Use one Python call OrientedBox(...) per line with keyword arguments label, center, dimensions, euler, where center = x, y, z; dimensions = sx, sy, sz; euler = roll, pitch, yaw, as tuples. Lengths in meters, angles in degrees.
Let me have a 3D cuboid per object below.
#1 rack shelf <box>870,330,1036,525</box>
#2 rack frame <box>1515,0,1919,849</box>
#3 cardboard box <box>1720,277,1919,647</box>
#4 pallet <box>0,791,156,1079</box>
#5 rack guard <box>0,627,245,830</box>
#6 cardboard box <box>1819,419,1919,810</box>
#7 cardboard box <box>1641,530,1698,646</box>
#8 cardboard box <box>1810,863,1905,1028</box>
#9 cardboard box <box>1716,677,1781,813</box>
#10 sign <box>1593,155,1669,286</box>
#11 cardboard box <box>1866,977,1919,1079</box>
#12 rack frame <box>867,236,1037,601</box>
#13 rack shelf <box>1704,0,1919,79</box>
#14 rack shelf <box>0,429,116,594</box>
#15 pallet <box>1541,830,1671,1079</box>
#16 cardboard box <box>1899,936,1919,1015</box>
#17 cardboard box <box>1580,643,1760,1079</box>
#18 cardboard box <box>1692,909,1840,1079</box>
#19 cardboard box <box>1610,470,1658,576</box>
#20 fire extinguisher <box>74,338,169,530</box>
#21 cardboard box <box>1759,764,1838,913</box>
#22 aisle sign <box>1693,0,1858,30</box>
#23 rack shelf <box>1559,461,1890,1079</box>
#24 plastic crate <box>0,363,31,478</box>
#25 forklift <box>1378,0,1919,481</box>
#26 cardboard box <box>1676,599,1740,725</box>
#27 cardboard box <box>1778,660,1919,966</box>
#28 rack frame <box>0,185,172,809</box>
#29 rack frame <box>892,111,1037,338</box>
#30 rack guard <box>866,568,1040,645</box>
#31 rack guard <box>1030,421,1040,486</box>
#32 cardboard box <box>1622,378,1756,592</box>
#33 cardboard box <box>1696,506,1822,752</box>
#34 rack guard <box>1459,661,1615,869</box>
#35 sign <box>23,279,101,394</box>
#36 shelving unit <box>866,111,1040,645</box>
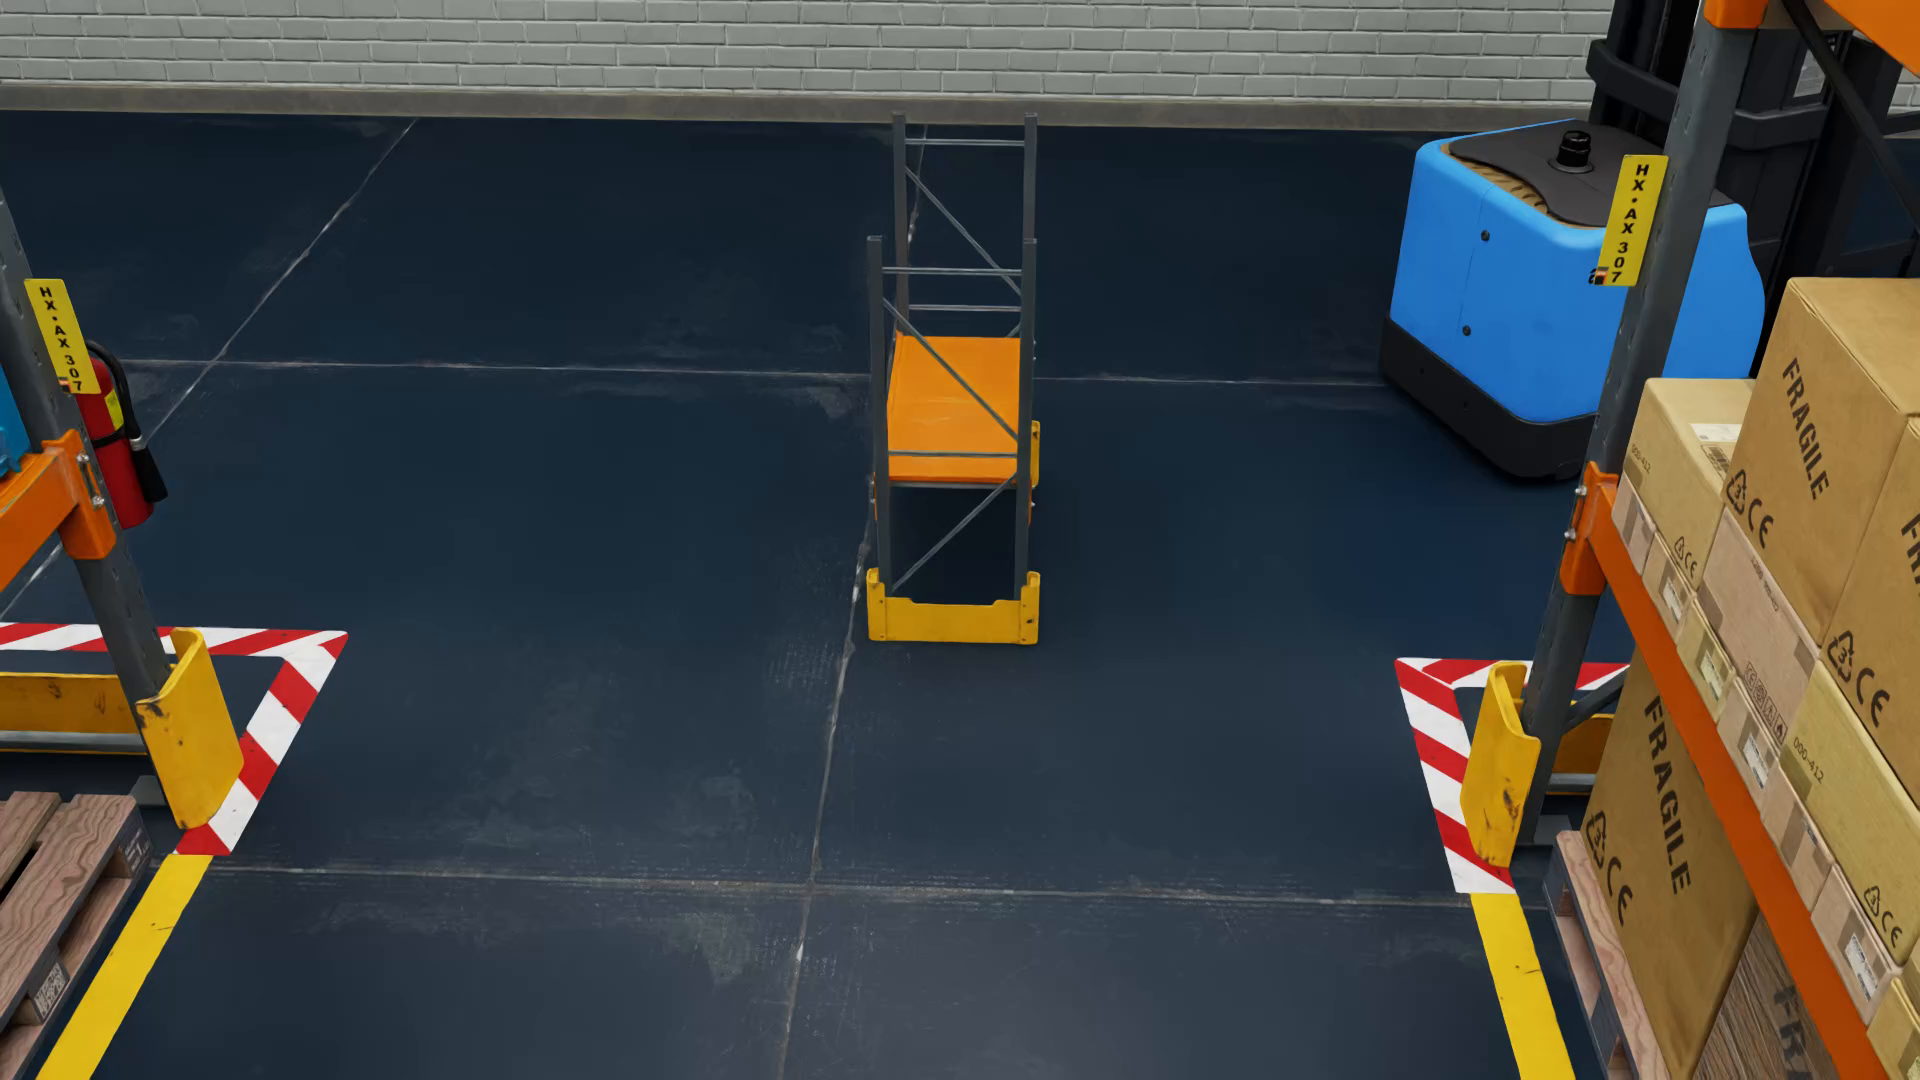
OrientedBox(label="rack shelf", center=(-0.003, -0.417, 5.852), dimensions=(0.538, 0.185, 1.000), euler=(1, 35, 2))
OrientedBox(label="rack frame", center=(2.115, -0.338, 4.122), dimensions=(1.000, 3.000, 0.127), euler=(1, 35, 2))
OrientedBox(label="cardboard box", center=(1.806, -0.148, 3.072), dimensions=(0.500, 0.500, 0.500), euler=(1, 35, 1))
OrientedBox(label="pallet", center=(-2.906, 1.161, 4.414), dimensions=(1.003, 0.211, 1.213), euler=(1, 35, 2))
OrientedBox(label="rack guard", center=(-2.846, 0.556, 5.024), dimensions=(1.175, 0.500, 0.348), euler=(1, 35, 2))
OrientedBox(label="cardboard box", center=(1.791, 0.149, 2.648), dimensions=(0.500, 0.500, 0.500), euler=(0, 35, 1))
OrientedBox(label="cardboard box", center=(1.762, 0.109, 3.705), dimensions=(0.380, 0.149, 0.250), euler=(1, 35, 1))
OrientedBox(label="cardboard box", center=(1.722, 0.700, 2.864), dimensions=(0.380, 0.149, 0.250), euler=(1, 35, 1))
OrientedBox(label="cardboard box", center=(1.743, 0.406, 3.283), dimensions=(0.380, 0.149, 0.250), euler=(1, 35, 1))
OrientedBox(label="sign", center=(1.561, -0.741, 3.874), dimensions=(0.100, 0.325, 0.005), euler=(1, 35, 2))
OrientedBox(label="cardboard box", center=(1.711, 0.845, 2.658), dimensions=(0.380, 0.149, 0.250), euler=(0, 35, 1))
OrientedBox(label="rack frame", center=(-0.024, -0.273, 5.333), dimensions=(0.500, 1.500, 0.032), euler=(1, 35, 2))
OrientedBox(label="rack shelf", center=(2.035, -0.122, 1.832), dimensions=(1.077, 0.370, 4.000), euler=(1, 35, 2))
OrientedBox(label="rack shelf", center=(-2.914, 0.991, 2.857), dimensions=(1.077, 0.370, 4.000), euler=(1, 35, 2))
OrientedBox(label="pallet", center=(2.161, 1.264, 4.268), dimensions=(1.003, 0.211, 1.213), euler=(1, 35, 2))
OrientedBox(label="cardboard box", center=(1.772, 0.758, 2.434), dimensions=(0.500, 0.250, 0.500), euler=(1, 35, 1))
OrientedBox(label="cardboard box", center=(2.169, 0.729, 4.087), dimensions=(0.875, 0.875, 0.875), euler=(1, 35, 2))
OrientedBox(label="cardboard box", center=(2.133, 1.252, 3.343), dimensions=(0.875, 0.875, 0.875), euler=(1, 35, 2))
OrientedBox(label="cardboard box", center=(1.771, -0.039, 3.915), dimensions=(0.380, 0.149, 0.250), euler=(2, 35, 2))
OrientedBox(label="fire extinguisher", center=(-2.374, -0.344, 4.523), dimensions=(0.296, 0.674, 0.183), euler=(1, 35, 2))
OrientedBox(label="cardboard box", center=(1.732, 0.552, 3.075), dimensions=(0.380, 0.149, 0.250), euler=(1, 35, 1))
OrientedBox(label="aisle sign", center=(1.818, -1.450, 3.443), dimensions=(0.394, 0.787, 0.004), euler=(1, 35, 2))
OrientedBox(label="rack shelf", center=(2.035, 1.105, 2.694), dimensions=(1.077, 0.370, 4.000), euler=(1, 35, 2))
OrientedBox(label="plastic crate", center=(-2.661, -0.295, 3.978), dimensions=(0.616, 0.435, 0.499), euler=(1, 35, 2))
OrientedBox(label="forklift", center=(3.378, -1.964, 6.495), dimensions=(3.031, 2.935, 1.130), euler=(-13, 37, -17))
OrientedBox(label="cardboard box", center=(1.752, 0.256, 3.496), dimensions=(0.380, 0.149, 0.250), euler=(1, 35, 1))
OrientedBox(label="cardboard box", center=(1.788, 0.459, 2.861), dimensions=(0.500, 0.250, 0.500), euler=(0, 35, 0))
OrientedBox(label="rack frame", center=(-2.834, -0.452, 4.285), dimensions=(1.000, 3.000, 0.127), euler=(1, 35, 2))
OrientedBox(label="rack frame", center=(0.017, -0.857, 6.165), dimensions=(0.500, 1.500, 0.032), euler=(1, 35, 2))
OrientedBox(label="rack guard", center=(-0.023, 0.228, 5.709), dimensions=(0.587, 0.250, 0.087), euler=(1, 35, 2))
OrientedBox(label="rack guard", center=(0.017, -0.345, 6.523), dimensions=(0.587, 0.250, 0.087), euler=(1, 35, 2))
OrientedBox(label="cardboard box", center=(1.826, -0.129, 3.696), dimensions=(0.500, 0.250, 0.500), euler=(0, 35, 1))
OrientedBox(label="cardboard box", center=(1.812, 0.170, 3.271), dimensions=(0.500, 0.250, 0.500), euler=(1, 35, 1))
OrientedBox(label="rack guard", center=(2.116, 0.671, 4.861), dimensions=(1.175, 0.500, 0.348), euler=(1, 35, 2))
OrientedBox(label="sign", center=(-2.283, -0.516, 4.233), dimensions=(0.100, 0.325, 0.005), euler=(1, 35, 2))
OrientedBox(label="shelving unit", center=(-0.003, -0.570, 5.756), dimensions=(0.587, 1.500, 1.083), euler=(1, 35, 2))
